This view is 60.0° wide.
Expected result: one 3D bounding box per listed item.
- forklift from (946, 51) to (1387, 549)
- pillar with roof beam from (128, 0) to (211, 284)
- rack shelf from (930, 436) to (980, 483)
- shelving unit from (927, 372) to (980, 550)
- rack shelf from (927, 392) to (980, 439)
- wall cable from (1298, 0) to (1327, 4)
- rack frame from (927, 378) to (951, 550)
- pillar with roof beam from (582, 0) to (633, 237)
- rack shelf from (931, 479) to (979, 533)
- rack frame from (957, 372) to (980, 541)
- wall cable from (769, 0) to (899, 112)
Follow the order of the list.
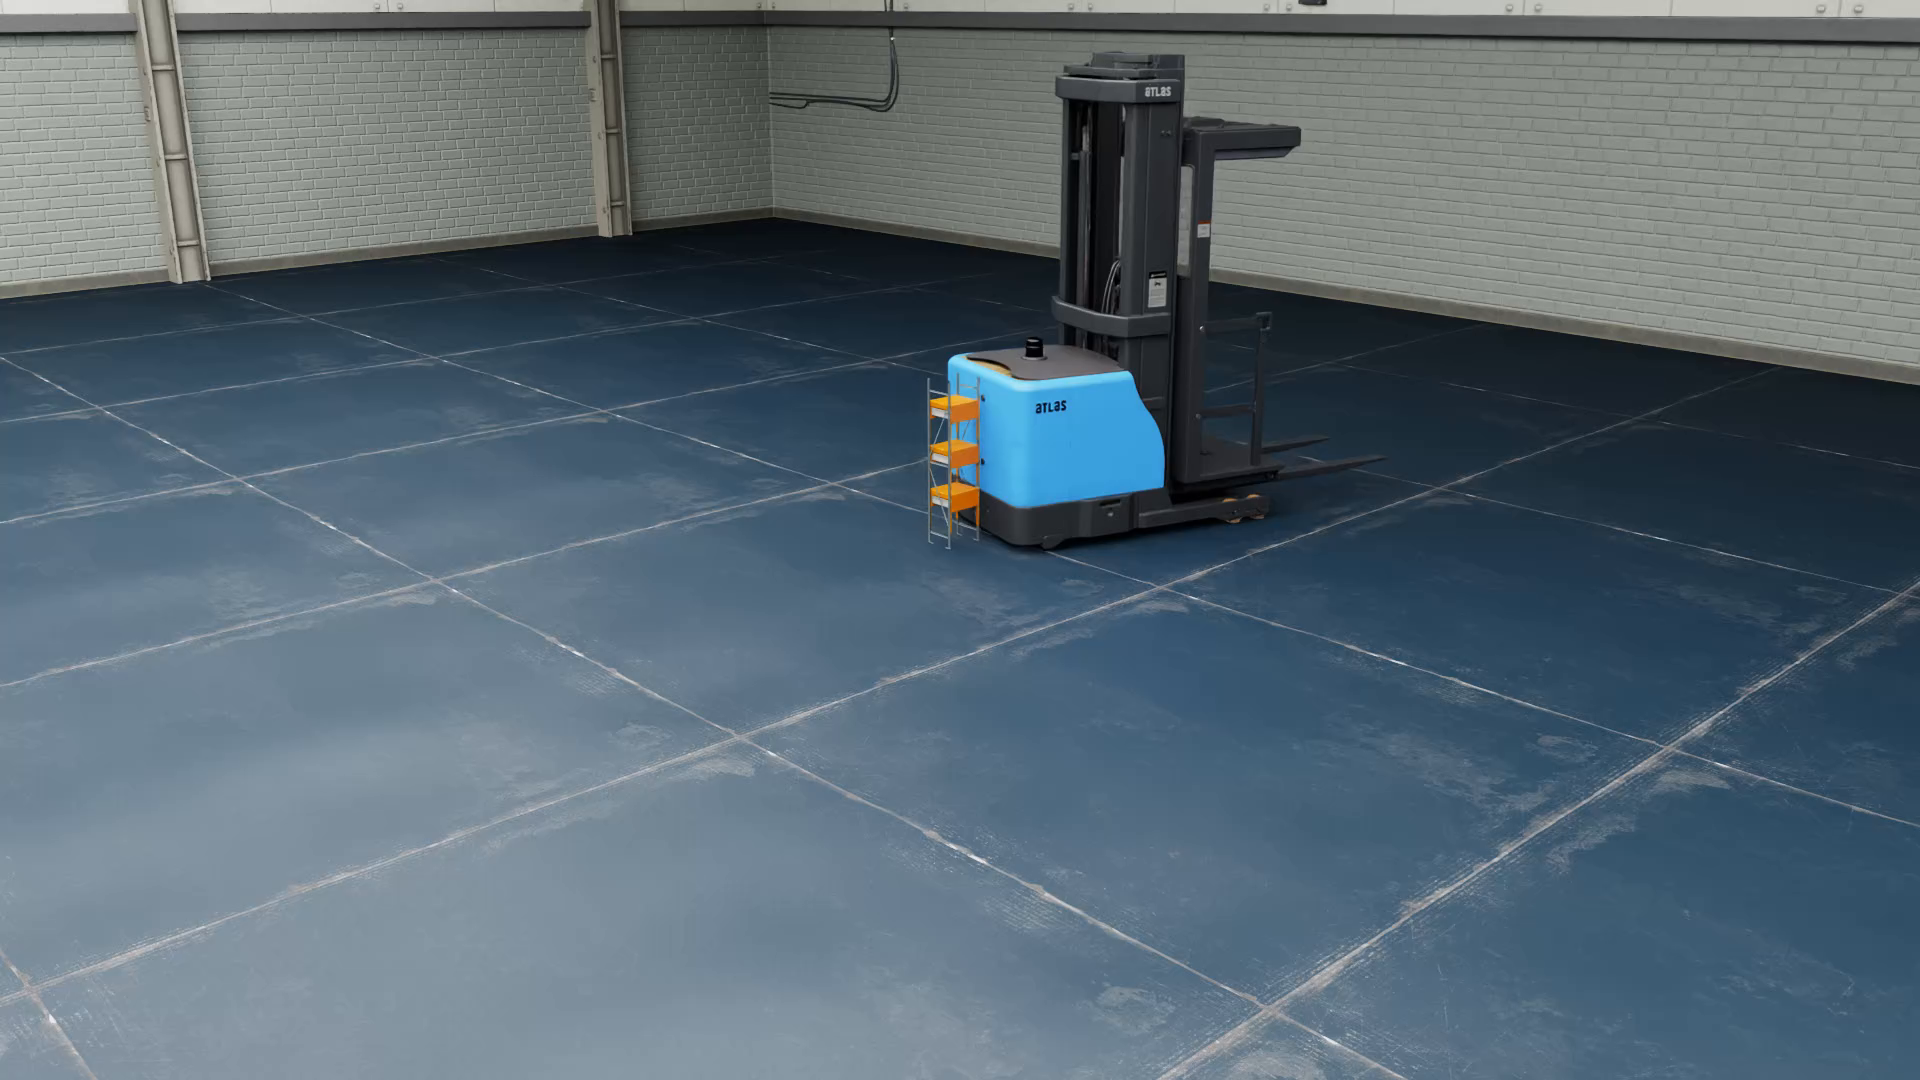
[{"bbox_3d":[1.459,-1.635,10.776,3.031,2.935,1.130,-9,20,-26],"label":"forklift"},{"bbox_3d":[-6.407,-6.475,15.865,0.400,9.000,9.100,-16,24,-41],"label":"pillar with roof beam"},{"bbox_3d":[-0.039,-0.478,10.291,0.240,0.259,0.215,-16,24,-41],"label":"rack shelf"},{"bbox_3d":[-0.039,-0.488,10.288,0.252,1.050,0.215,-16,24,-41],"label":"shelving unit"},{"bbox_3d":[-0.039,-0.748,10.204,0.240,0.259,0.215,-16,24,-41],"label":"rack shelf"},{"bbox_3d":[4.555,-8.526,16.677,0.169,6.003,2.305,-16,24,-41],"label":"wall cable"},{"bbox_3d":[-0.128,-0.462,10.208,0.008,1.050,0.200,-16,24,-41],"label":"rack frame"},{"bbox_3d":[-2.048,-7.746,19.786,0.400,9.000,9.100,-16,24,-41],"label":"pillar with roof beam"},{"bbox_3d":[-0.039,-0.214,10.377,0.240,0.259,0.215,-16,24,-41],"label":"rack shelf"},{"bbox_3d":[0.050,-0.514,10.368,0.008,1.050,0.200,-16,24,-41],"label":"rack frame"},{"bbox_3d":[-1.956,-7.562,24.252,0.112,2.526,3.097,-16,24,-41],"label":"wall cable"}]
